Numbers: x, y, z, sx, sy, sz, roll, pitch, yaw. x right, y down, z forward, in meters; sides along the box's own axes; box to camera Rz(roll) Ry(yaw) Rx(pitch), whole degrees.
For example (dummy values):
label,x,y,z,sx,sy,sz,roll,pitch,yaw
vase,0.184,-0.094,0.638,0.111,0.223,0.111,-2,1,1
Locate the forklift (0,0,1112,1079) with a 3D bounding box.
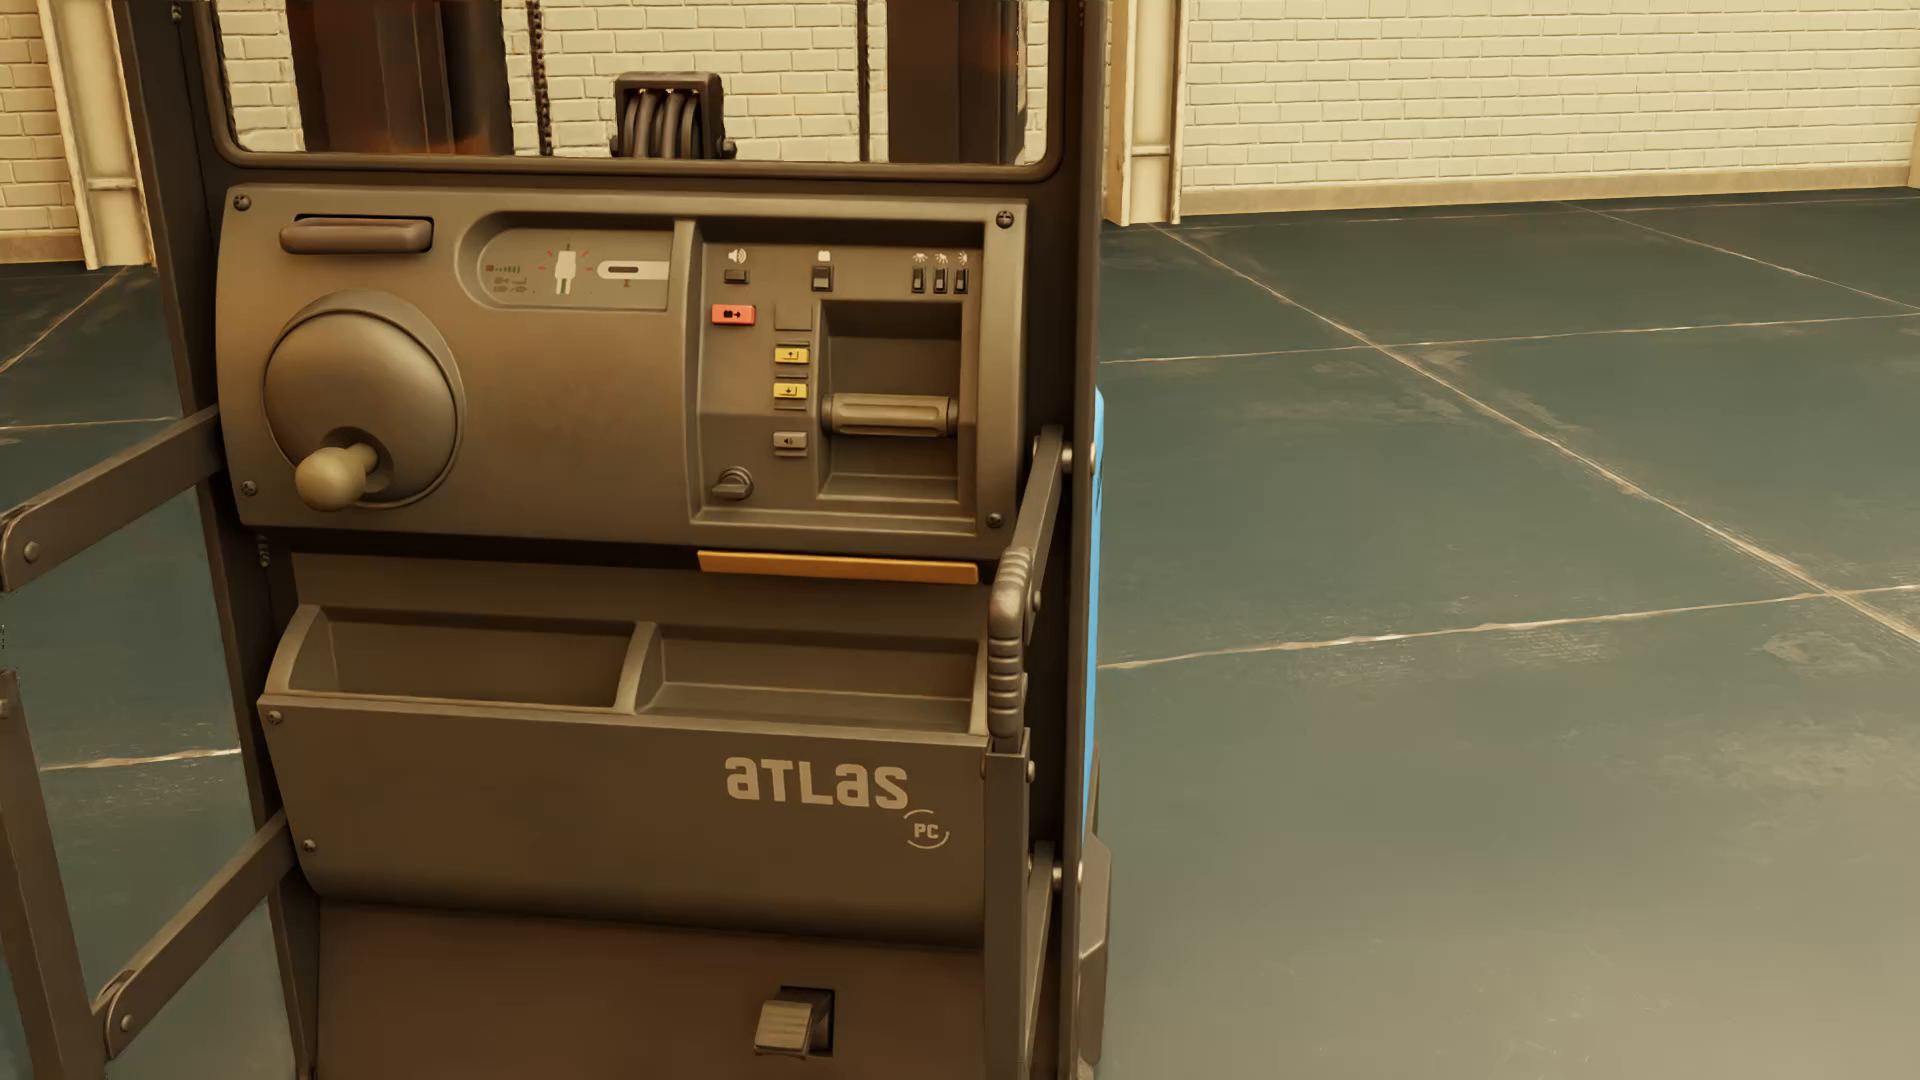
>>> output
label,x,y,z,sx,sy,sz,roll,pitch,yaw
forklift,-0.416,-0.186,1.682,1.130,2.935,3.031,3,21,7
